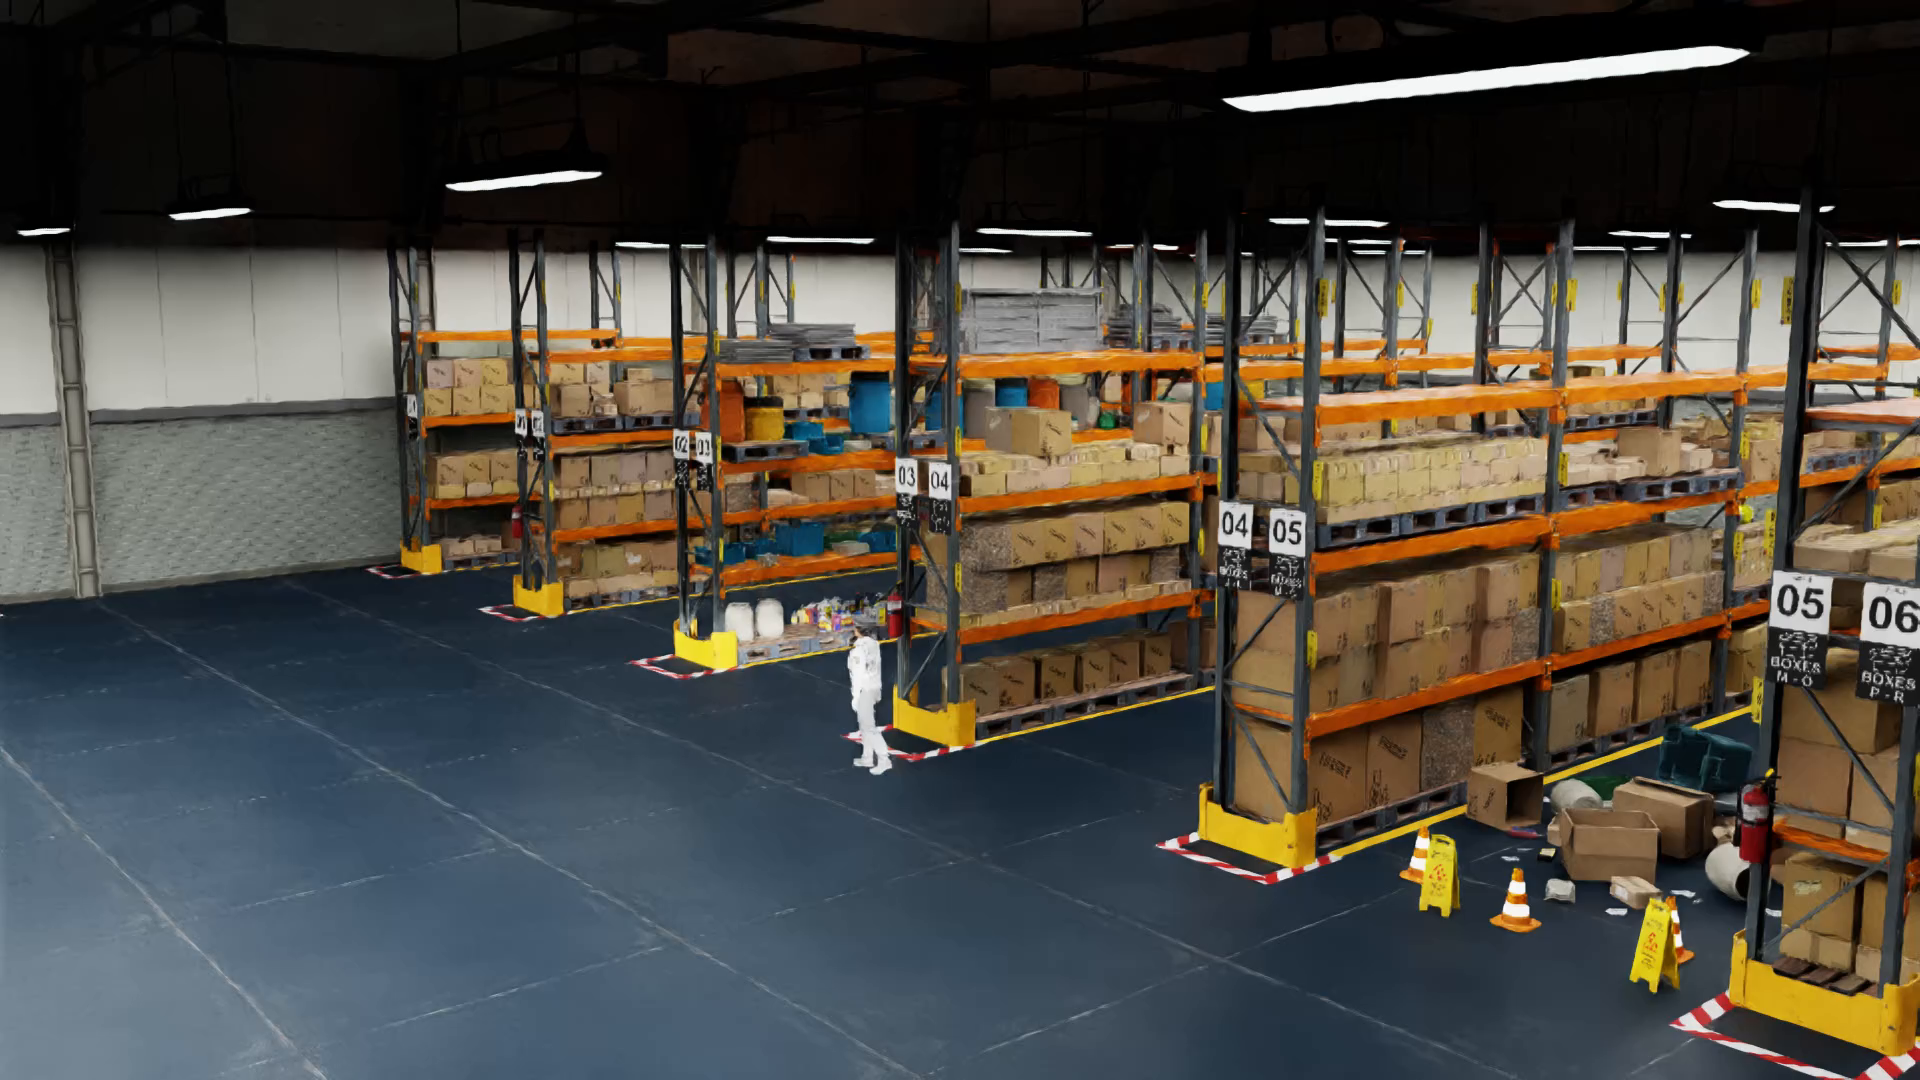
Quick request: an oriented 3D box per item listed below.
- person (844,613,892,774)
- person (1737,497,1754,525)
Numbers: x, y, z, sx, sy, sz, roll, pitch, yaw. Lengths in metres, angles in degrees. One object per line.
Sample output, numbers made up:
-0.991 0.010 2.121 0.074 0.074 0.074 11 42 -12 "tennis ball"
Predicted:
-0.950 1.633 17.800 0.524 1.668 0.565 3 9 21 "person"
13.051 0.016 27.899 0.736 1.767 0.580 -6 11 -34 "person"
